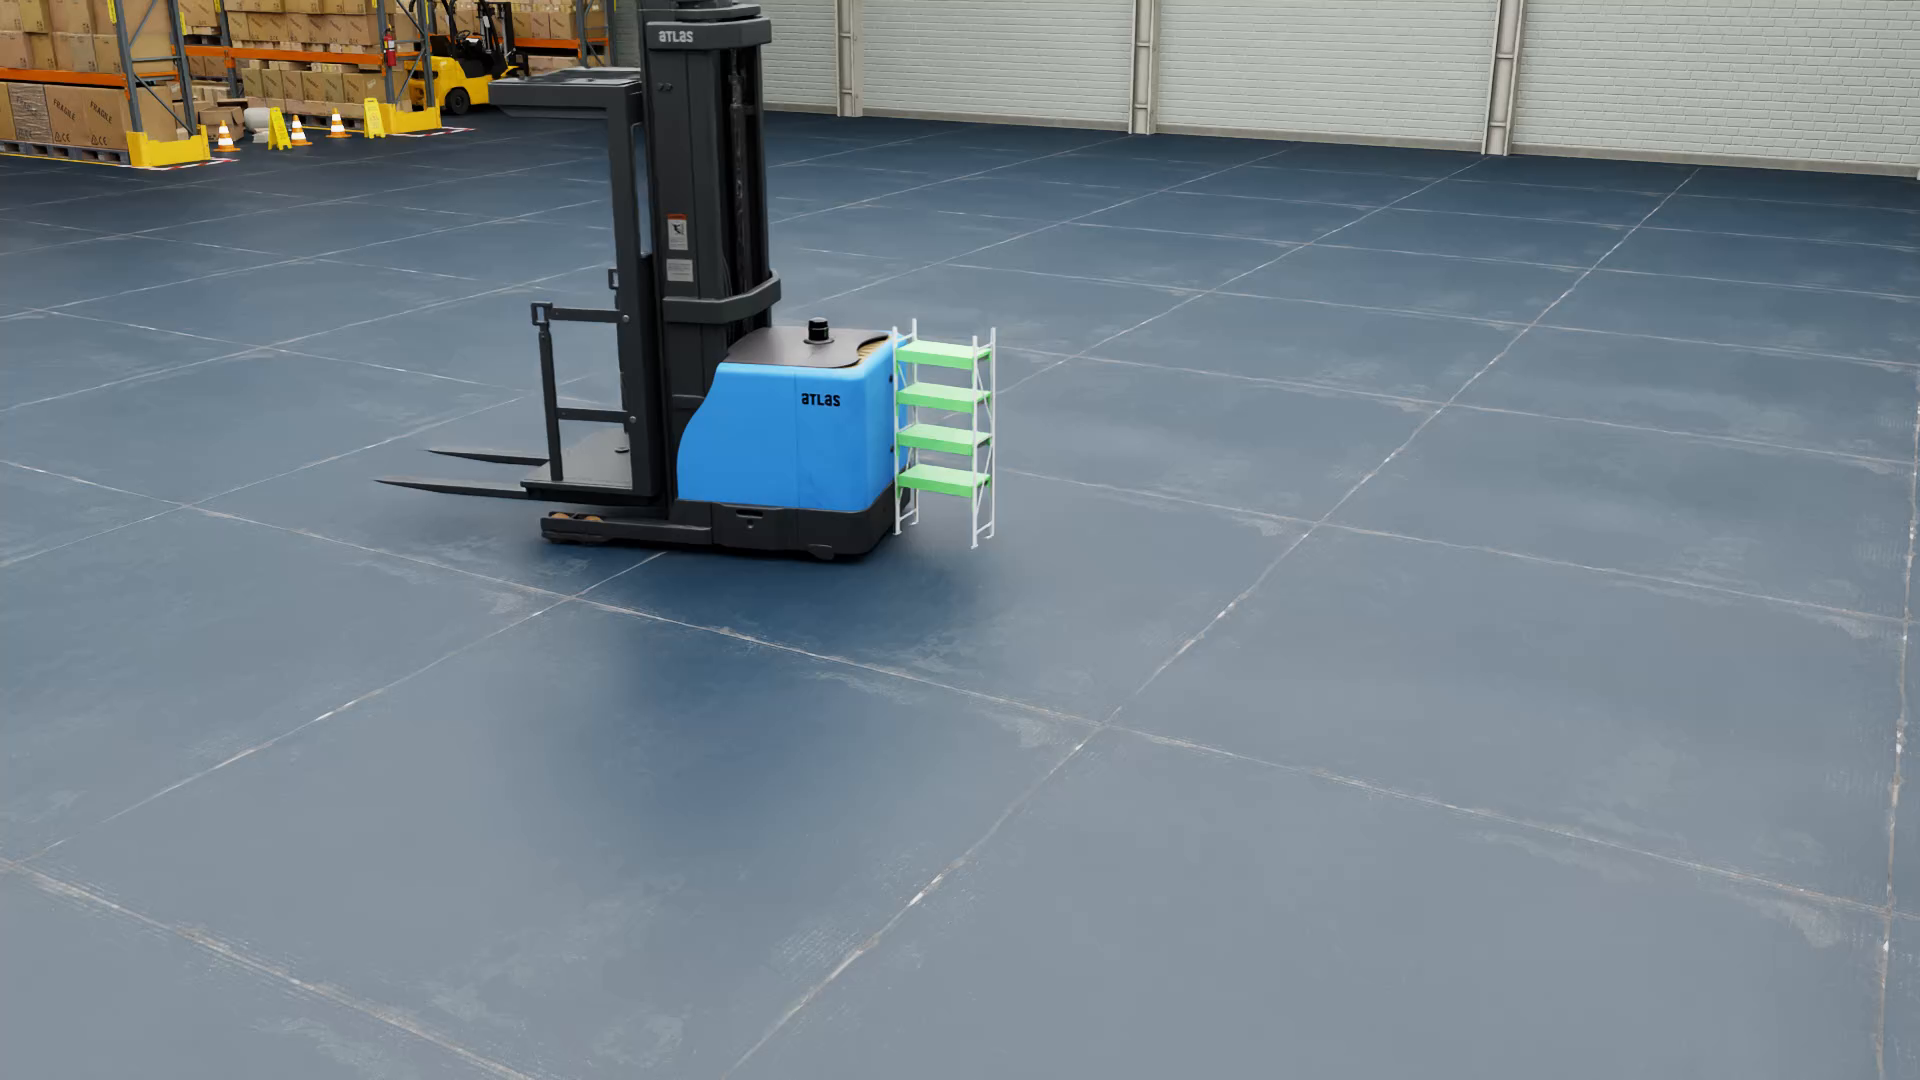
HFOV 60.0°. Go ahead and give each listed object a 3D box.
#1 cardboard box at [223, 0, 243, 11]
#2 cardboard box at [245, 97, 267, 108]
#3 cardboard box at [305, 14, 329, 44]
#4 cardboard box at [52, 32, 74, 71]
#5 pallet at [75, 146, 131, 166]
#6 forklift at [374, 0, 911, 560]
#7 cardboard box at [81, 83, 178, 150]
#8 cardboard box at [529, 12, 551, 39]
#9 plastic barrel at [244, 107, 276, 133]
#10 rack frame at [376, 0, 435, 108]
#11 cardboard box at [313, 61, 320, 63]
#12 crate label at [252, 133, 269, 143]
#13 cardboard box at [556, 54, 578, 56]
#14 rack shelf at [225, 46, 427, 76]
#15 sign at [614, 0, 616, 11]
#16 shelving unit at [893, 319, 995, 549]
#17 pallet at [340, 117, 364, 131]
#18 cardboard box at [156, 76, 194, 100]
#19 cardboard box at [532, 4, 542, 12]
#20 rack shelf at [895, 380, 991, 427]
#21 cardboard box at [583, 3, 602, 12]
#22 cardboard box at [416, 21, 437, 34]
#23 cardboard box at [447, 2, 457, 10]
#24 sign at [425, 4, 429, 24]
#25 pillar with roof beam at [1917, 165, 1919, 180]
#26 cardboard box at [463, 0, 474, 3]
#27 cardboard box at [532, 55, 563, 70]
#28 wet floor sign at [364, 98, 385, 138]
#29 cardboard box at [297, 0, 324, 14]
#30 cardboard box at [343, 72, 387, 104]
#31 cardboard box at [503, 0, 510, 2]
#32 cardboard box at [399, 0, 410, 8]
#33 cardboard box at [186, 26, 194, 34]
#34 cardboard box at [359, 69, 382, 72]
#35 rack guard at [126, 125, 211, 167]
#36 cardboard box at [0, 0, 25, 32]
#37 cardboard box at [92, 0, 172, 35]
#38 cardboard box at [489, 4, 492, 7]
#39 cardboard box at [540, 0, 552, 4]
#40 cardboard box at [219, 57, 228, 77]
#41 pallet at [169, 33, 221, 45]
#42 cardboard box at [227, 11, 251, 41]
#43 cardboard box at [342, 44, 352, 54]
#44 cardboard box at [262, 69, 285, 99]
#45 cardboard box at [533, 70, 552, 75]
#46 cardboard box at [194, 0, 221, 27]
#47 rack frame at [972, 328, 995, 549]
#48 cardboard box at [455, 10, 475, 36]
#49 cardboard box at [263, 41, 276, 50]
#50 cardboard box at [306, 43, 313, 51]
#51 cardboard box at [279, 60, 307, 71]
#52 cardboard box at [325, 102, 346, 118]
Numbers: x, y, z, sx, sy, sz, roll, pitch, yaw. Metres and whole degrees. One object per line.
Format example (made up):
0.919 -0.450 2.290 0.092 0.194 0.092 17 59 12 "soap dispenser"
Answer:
-12.782 -9.776 29.869 0.500 0.500 0.700 11 22 27 "cardboard box"
-12.677 -7.984 30.392 0.500 0.250 0.500 10 22 25 "cardboard box"
-11.046 -8.956 29.073 0.500 0.500 0.500 11 23 27 "cardboard box"
-13.158 -7.436 25.245 0.550 0.550 0.875 11 23 27 "cardboard box"
-12.630 -5.900 25.322 1.213 0.211 1.003 11 23 27 "pallet"
-1.864 -1.514 9.239 3.031 2.935 1.130 4 20 12 "forklift"
-12.518 -6.393 25.091 0.875 0.875 0.875 11 23 28 "cardboard box"
-8.157 -10.210 32.967 0.500 0.500 0.500 12 23 29 "cardboard box"
-12.109 -7.274 28.796 0.512 0.421 0.421 -7 21 -20 "plastic barrel"
-9.568 -8.592 28.653 0.127 3.000 1.000 11 23 27 "rack frame"
-13.597 -10.374 36.432 0.625 0.625 0.875 12 23 29 "cardboard box"
-11.533 -6.659 27.522 0.298 0.136 0.250 0 20 -1 "crate label"
-7.916 -9.663 33.557 0.500 0.250 0.500 11 23 27 "cardboard box"
-11.314 -8.586 29.692 4.000 0.370 1.077 11 23 27 "rack shelf"
-6.875 -10.679 33.020 0.005 0.325 0.100 11 23 27 "sign"
-0.086 -0.590 9.231 0.503 1.200 0.258 10 22 25 "shelving unit"
-10.326 -7.439 29.564 1.213 0.211 1.003 11 23 27 "pallet"
-13.902 -7.903 29.309 0.500 0.500 0.500 11 23 27 "cardboard box"
-8.235 -10.536 32.914 0.250 0.149 0.380 11 22 27 "cardboard box"
-0.086 -0.755 9.171 0.480 0.148 0.258 10 22 25 "rack shelf"
-7.320 -10.556 32.969 0.250 0.149 0.380 10 22 26 "cardboard box"
-11.210 -10.671 34.604 0.500 0.250 0.500 11 23 29 "cardboard box"
-10.266 -10.914 33.955 0.250 0.149 0.380 11 23 29 "cardboard box"
-9.303 -9.161 28.950 0.005 0.325 0.100 11 23 27 "sign"
11.534 -8.002 18.228 0.400 9.000 9.100 11 23 27 "pillar with roof beam"
-9.835 -10.956 33.636 0.250 0.149 0.380 11 23 28 "cardboard box"
-8.153 -9.512 33.139 0.500 0.250 0.500 11 23 28 "cardboard box"
-9.924 -7.135 28.089 0.267 0.644 0.232 -16 26 -38 "wet floor sign"
-11.054 -9.409 28.857 0.500 0.500 0.700 10 22 27 "cardboard box"
-10.394 -7.905 29.075 0.500 0.500 0.500 11 23 28 "cardboard box"
-8.908 -10.812 33.239 0.250 0.149 0.380 11 23 28 "cardboard box"
-11.471 -11.172 34.667 0.250 0.149 0.380 11 23 27 "cardboard box"
-14.108 -9.421 30.691 0.250 0.149 0.380 10 22 26 "cardboard box"
-10.617 -8.155 29.765 0.500 0.500 0.500 10 22 25 "cardboard box"
-11.873 -5.923 24.959 0.348 0.500 1.175 11 23 27 "rack guard"
-14.139 -8.086 25.453 0.550 0.550 0.875 11 23 27 "cardboard box"
-12.199 -7.753 24.536 0.550 0.550 0.875 11 23 27 "cardboard box"
-9.389 -10.735 33.462 0.250 0.149 0.380 10 22 26 "cardboard box"
-8.038 -10.626 32.726 0.250 0.149 0.380 11 23 28 "cardboard box"
-16.411 -10.771 37.709 0.500 0.500 0.500 10 22 26 "cardboard box"
-14.804 -9.515 31.479 1.213 0.211 1.003 11 23 27 "pallet"
-12.812 -9.288 29.988 0.500 0.500 0.500 11 23 27 "cardboard box"
-10.487 -8.531 28.852 0.250 0.149 0.380 10 22 26 "cardboard box"
-12.203 -8.251 30.028 0.500 0.500 0.500 12 23 29 "cardboard box"
-8.160 -9.285 33.245 0.500 0.250 0.500 11 22 27 "cardboard box"
-13.575 -9.650 30.371 0.500 0.500 0.500 10 22 26 "cardboard box"
0.131 -0.552 9.126 0.015 1.200 0.240 10 22 25 "rack frame"
-9.920 -10.549 33.902 0.500 0.500 0.500 11 23 28 "cardboard box"
-12.250 -8.878 29.810 0.250 0.149 0.380 12 23 29 "cardboard box"
-11.324 -8.732 29.408 0.250 0.149 0.380 11 23 27 "cardboard box"
-11.911 -8.474 29.691 0.250 0.149 0.380 12 23 30 "cardboard box"
-10.853 -7.640 29.444 0.500 0.250 0.500 11 23 27 "cardboard box"
